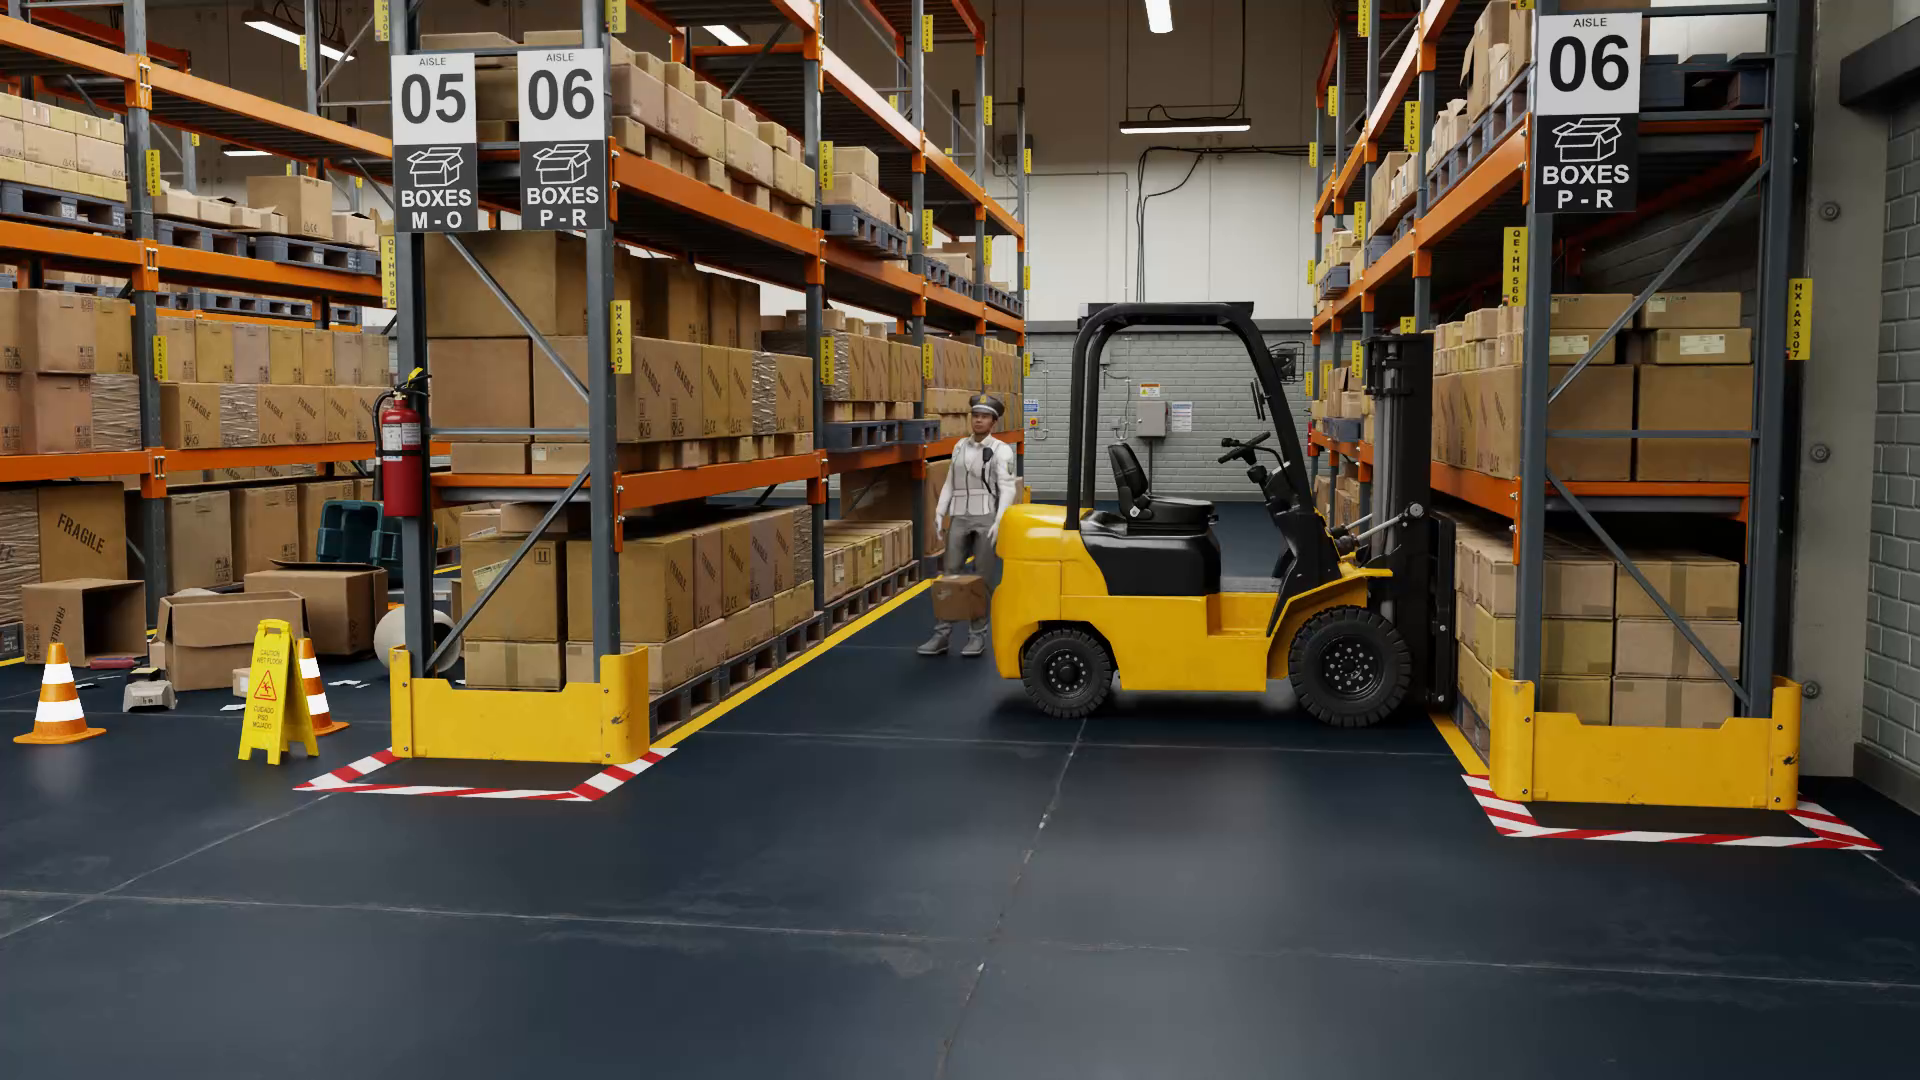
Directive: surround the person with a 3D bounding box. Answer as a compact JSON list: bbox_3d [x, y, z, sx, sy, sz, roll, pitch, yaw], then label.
[{"bbox_3d":[0.068,-0.104,10.869,0.564,1.696,0.540,2,5,28],"label":"person"}]
